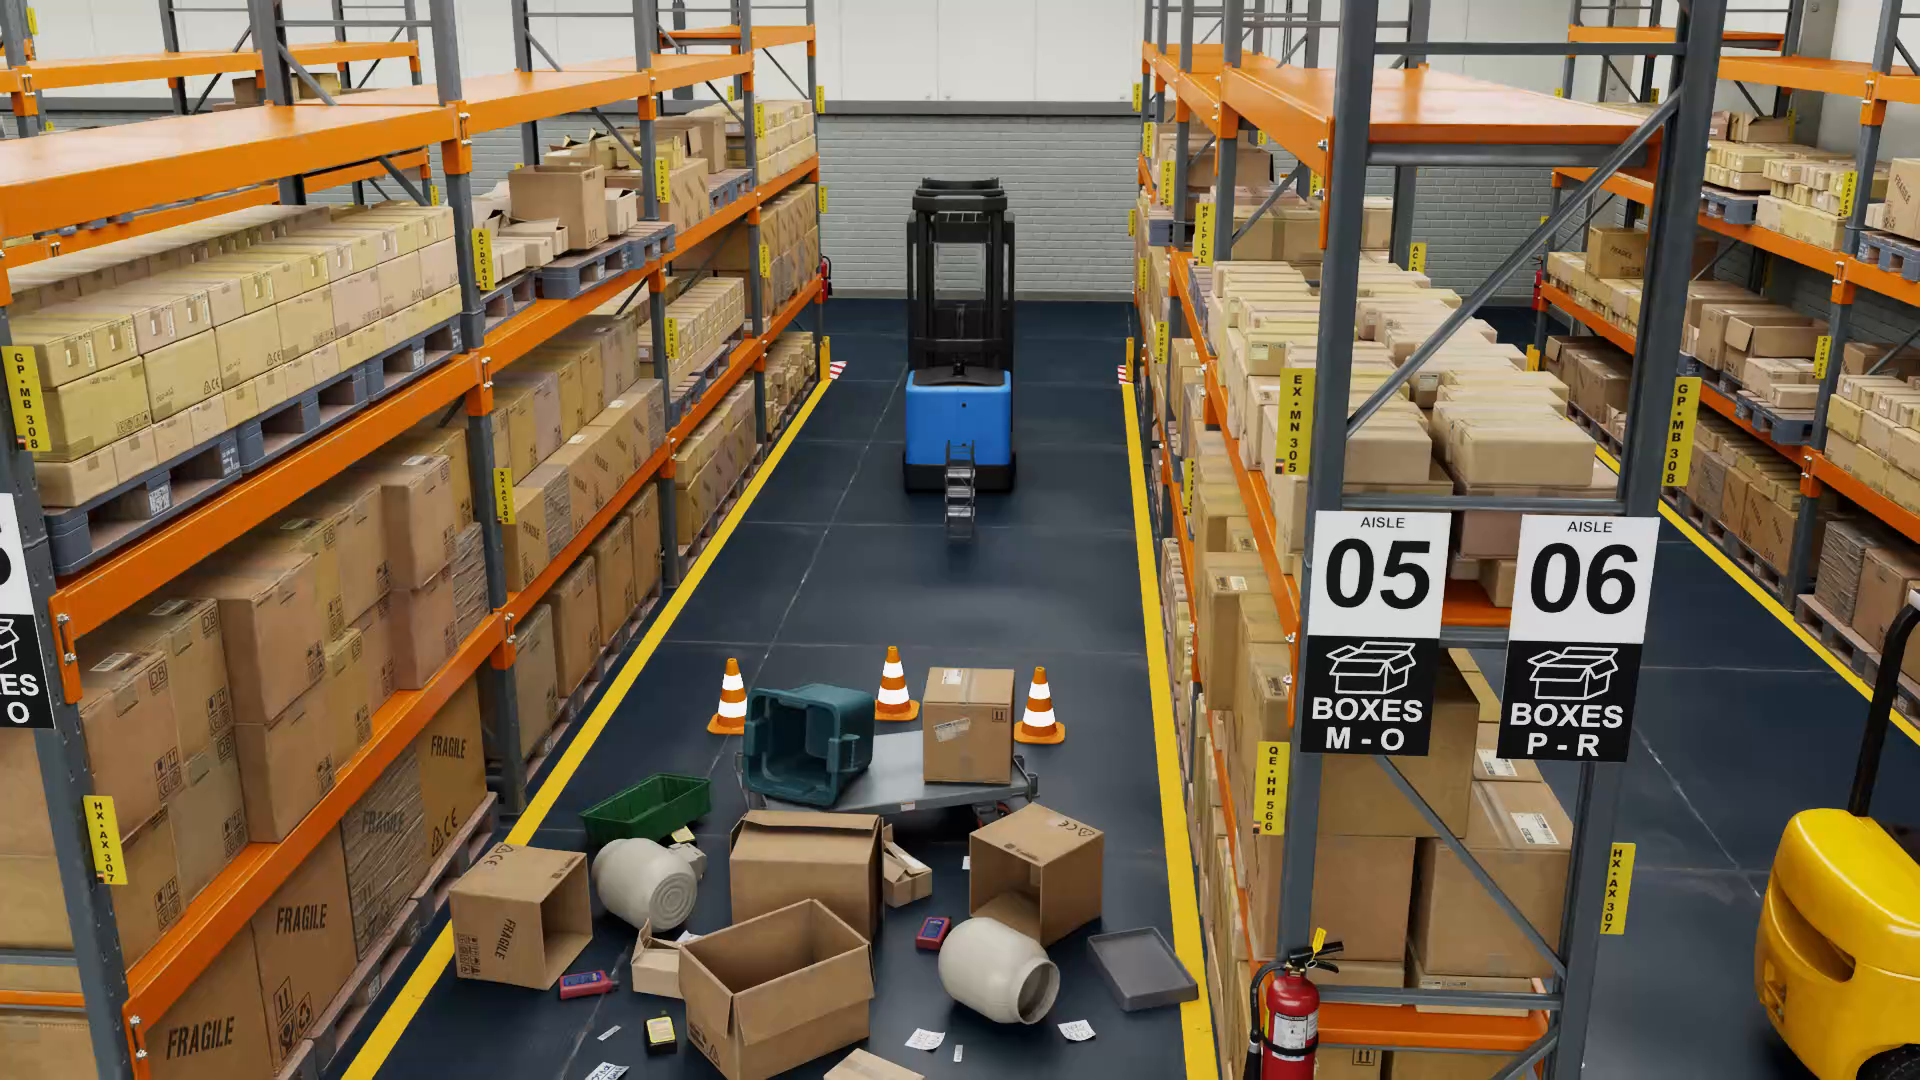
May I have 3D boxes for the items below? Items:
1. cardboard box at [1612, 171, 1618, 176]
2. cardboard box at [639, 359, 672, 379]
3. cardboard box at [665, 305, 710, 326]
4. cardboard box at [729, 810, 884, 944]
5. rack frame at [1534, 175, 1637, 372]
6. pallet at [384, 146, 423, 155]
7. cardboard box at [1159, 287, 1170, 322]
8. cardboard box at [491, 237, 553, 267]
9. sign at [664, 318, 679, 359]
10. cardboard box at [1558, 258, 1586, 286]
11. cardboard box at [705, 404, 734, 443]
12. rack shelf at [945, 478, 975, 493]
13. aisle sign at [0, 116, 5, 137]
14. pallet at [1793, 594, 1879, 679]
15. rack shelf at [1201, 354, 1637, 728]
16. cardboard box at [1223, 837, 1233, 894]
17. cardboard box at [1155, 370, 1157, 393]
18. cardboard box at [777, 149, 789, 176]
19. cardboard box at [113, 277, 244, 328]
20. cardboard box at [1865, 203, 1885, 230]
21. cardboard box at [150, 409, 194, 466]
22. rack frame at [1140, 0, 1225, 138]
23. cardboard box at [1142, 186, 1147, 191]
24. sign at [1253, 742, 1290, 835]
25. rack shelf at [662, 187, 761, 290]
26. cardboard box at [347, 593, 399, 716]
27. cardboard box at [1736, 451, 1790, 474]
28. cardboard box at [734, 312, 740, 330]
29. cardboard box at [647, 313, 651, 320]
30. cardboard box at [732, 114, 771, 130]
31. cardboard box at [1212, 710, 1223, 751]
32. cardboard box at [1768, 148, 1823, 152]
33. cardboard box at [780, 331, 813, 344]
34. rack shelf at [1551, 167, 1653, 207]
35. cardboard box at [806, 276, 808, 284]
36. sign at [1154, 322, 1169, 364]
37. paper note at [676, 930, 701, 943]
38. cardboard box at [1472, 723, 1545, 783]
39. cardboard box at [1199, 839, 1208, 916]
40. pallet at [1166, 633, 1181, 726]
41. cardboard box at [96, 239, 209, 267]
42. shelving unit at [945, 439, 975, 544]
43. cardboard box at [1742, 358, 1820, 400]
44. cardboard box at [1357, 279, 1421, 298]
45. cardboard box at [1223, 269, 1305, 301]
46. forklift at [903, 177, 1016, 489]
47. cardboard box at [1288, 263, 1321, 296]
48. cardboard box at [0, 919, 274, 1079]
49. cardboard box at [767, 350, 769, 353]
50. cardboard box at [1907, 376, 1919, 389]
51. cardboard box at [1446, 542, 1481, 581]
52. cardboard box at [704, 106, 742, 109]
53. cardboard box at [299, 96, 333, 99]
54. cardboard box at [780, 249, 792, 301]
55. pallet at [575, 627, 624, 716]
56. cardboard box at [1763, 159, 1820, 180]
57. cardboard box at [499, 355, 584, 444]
[{"bbox_3d":[7.170,-4.006,17.919,0.380,0.149,0.250,2,18,5],"label":"cardboard box"},{"bbox_3d":[-2.590,-1.417,13.681,0.380,0.149,0.250,2,18,6],"label":"cardboard box"},{"bbox_3d":[-2.484,-2.037,15.097,0.380,0.149,0.250,1,18,3],"label":"cardboard box"},{"bbox_3d":[-0.794,1.743,8.577,0.797,0.637,0.503,1,18,4],"label":"cardboard box"},{"bbox_3d":[7.645,-3.346,20.316,1.000,3.000,0.127,1,18,4],"label":"rack frame"},{"bbox_3d":[-7.234,-4.829,20.168,1.003,0.211,1.213,1,18,4],"label":"pallet"},{"bbox_3d":[1.925,-1.819,13.891,0.500,0.500,0.500,2,18,5],"label":"cardboard box"},{"bbox_3d":[-2.752,-1.790,10.319,0.380,0.149,0.250,1,18,4],"label":"cardboard box"},{"bbox_3d":[-2.271,-1.588,13.094,0.100,0.325,0.005,1,18,4],"label":"sign"},{"bbox_3d":[7.307,-3.124,19.403,0.500,0.250,0.500,1,18,5],"label":"cardboard box"},{"bbox_3d":[-2.413,-1.099,15.596,0.500,0.250,0.500,0,18,1],"label":"cardboard box"},{"bbox_3d":[0.001,-0.484,14.773,0.258,0.077,0.200,1,18,4],"label":"rack shelf"},{"bbox_3d":[-12.422,-5.051,21.347,0.394,0.787,0.004,1,18,4],"label":"aisle sign"},{"bbox_3d":[6.973,0.719,12.390,1.003,0.211,1.213,1,18,4],"label":"pallet"},{"bbox_3d":[1.690,-0.191,7.026,1.077,0.370,4.000,1,18,4],"label":"rack shelf"},{"bbox_3d":[1.345,1.427,7.247,0.380,0.149,0.250,2,18,6],"label":"cardboard box"},{"bbox_3d":[1.970,-1.377,14.550,0.500,0.250,0.500,1,18,3],"label":"cardboard box"},{"bbox_3d":[-2.158,-4.101,18.045,0.500,0.250,0.500,2,18,6],"label":"cardboard box"},{"bbox_3d":[-2.983,-0.909,6.352,0.380,0.149,0.250,1,18,3],"label":"cardboard box"},{"bbox_3d":[6.743,-2.321,11.912,0.380,0.166,0.250,1,18,4],"label":"cardboard box"},{"bbox_3d":[-3.018,-0.374,6.000,0.380,0.149,0.250,1,18,4],"label":"cardboard box"},{"bbox_3d":[2.693,-6.306,19.716,1.000,3.000,0.127,1,18,4],"label":"rack frame"},{"bbox_3d":[2.392,-4.182,20.060,0.380,0.149,0.250,2,18,5],"label":"cardboard box"},{"bbox_3d":[0.994,0.795,5.312,0.100,0.325,0.005,1,18,4],"label":"sign"},{"bbox_3d":[-2.681,-2.754,14.850,1.077,0.370,4.000,1,18,4],"label":"rack shelf"},{"bbox_3d":[-3.299,0.573,8.117,0.875,0.550,0.550,1,18,4],"label":"cardboard box"},{"bbox_3d":[6.987,-0.665,14.432,0.380,0.149,0.250,1,18,3],"label":"cardboard box"},{"bbox_3d":[-2.387,-2.164,16.438,0.380,0.149,0.250,1,18,4],"label":"cardboard box"},{"bbox_3d":[-3.095,-2.076,15.693,0.380,0.149,0.250,2,18,6],"label":"cardboard box"},{"bbox_3d":[-2.197,-4.401,17.517,0.380,0.149,0.250,1,18,2],"label":"cardboard box"},{"bbox_3d":[1.390,0.879,7.827,0.380,0.149,0.250,1,18,4],"label":"cardboard box"},{"bbox_3d":[7.375,-3.382,14.701,0.380,0.149,0.250,1,18,2],"label":"cardboard box"},{"bbox_3d":[-2.036,-2.492,20.659,0.380,0.149,0.250,1,18,5],"label":"cardboard box"},{"bbox_3d":[7.501,-3.808,18.065,1.077,0.370,4.000,1,18,4],"label":"rack shelf"},{"bbox_3d":[-2.051,-3.153,20.131,0.380,0.149,0.250,1,18,3],"label":"cardboard box"},{"bbox_3d":[1.566,-1.532,12.922,0.100,0.325,0.005,1,18,4],"label":"sign"},{"bbox_3d":[-1.384,2.070,8.569,0.172,0.023,0.155,8,20,23],"label":"paper note"},{"bbox_3d":[1.891,1.023,6.344,0.500,0.500,0.500,2,18,6],"label":"cardboard box"},{"bbox_3d":[1.494,1.722,8.591,0.500,0.250,0.500,2,18,7],"label":"cardboard box"},{"bbox_3d":[1.972,0.975,11.608,1.003,0.211,1.213,1,18,4],"label":"pallet"},{"bbox_3d":[-3.566,-1.239,7.356,0.380,0.149,0.250,1,18,4],"label":"cardboard box"},{"bbox_3d":[0.001,-0.430,14.791,0.258,0.900,0.210,1,18,4],"label":"shelving unit"},{"bbox_3d":[6.824,-1.324,13.713,0.500,0.250,0.500,0,18,1],"label":"cardboard box"},{"bbox_3d":[1.978,-1.149,7.917,0.380,0.149,0.250,2,18,5],"label":"cardboard box"},{"bbox_3d":[1.495,-1.241,8.199,0.380,0.149,0.250,2,18,6],"label":"cardboard box"},{"bbox_3d":[0.013,-2.295,17.221,1.130,2.935,3.031,0,18,1],"label":"forklift"},{"bbox_3d":[1.731,-1.467,9.331,0.500,0.250,0.500,1,18,3],"label":"cardboard box"},{"bbox_3d":[-3.415,2.033,6.639,0.875,0.875,0.875,1,18,4],"label":"cardboard box"},{"bbox_3d":[-2.545,-2.363,20.745,0.380,0.149,0.250,2,18,6],"label":"cardboard box"},{"bbox_3d":[7.250,-1.111,12.294,0.380,0.149,0.250,2,18,6],"label":"cardboard box"},{"bbox_3d":[1.824,0.029,5.604,0.380,0.149,0.250,1,18,2],"label":"cardboard box"},{"bbox_3d":[-2.675,-4.821,18.799,0.380,0.149,0.250,2,18,6],"label":"cardboard box"},{"bbox_3d":[-7.260,-4.725,18.712,0.700,0.500,0.500,2,18,6],"label":"cardboard box"},{"bbox_3d":[-2.151,-2.938,18.435,0.500,0.500,0.500,1,18,3],"label":"cardboard box"},{"bbox_3d":[-3.046,0.897,11.848,1.003,0.211,1.213,1,18,4],"label":"pallet"},{"bbox_3d":[6.894,-3.062,13.757,0.380,0.149,0.250,1,18,4],"label":"cardboard box"},{"bbox_3d":[-2.973,-0.958,11.263,0.700,0.500,0.500,1,18,3],"label":"cardboard box"}]
